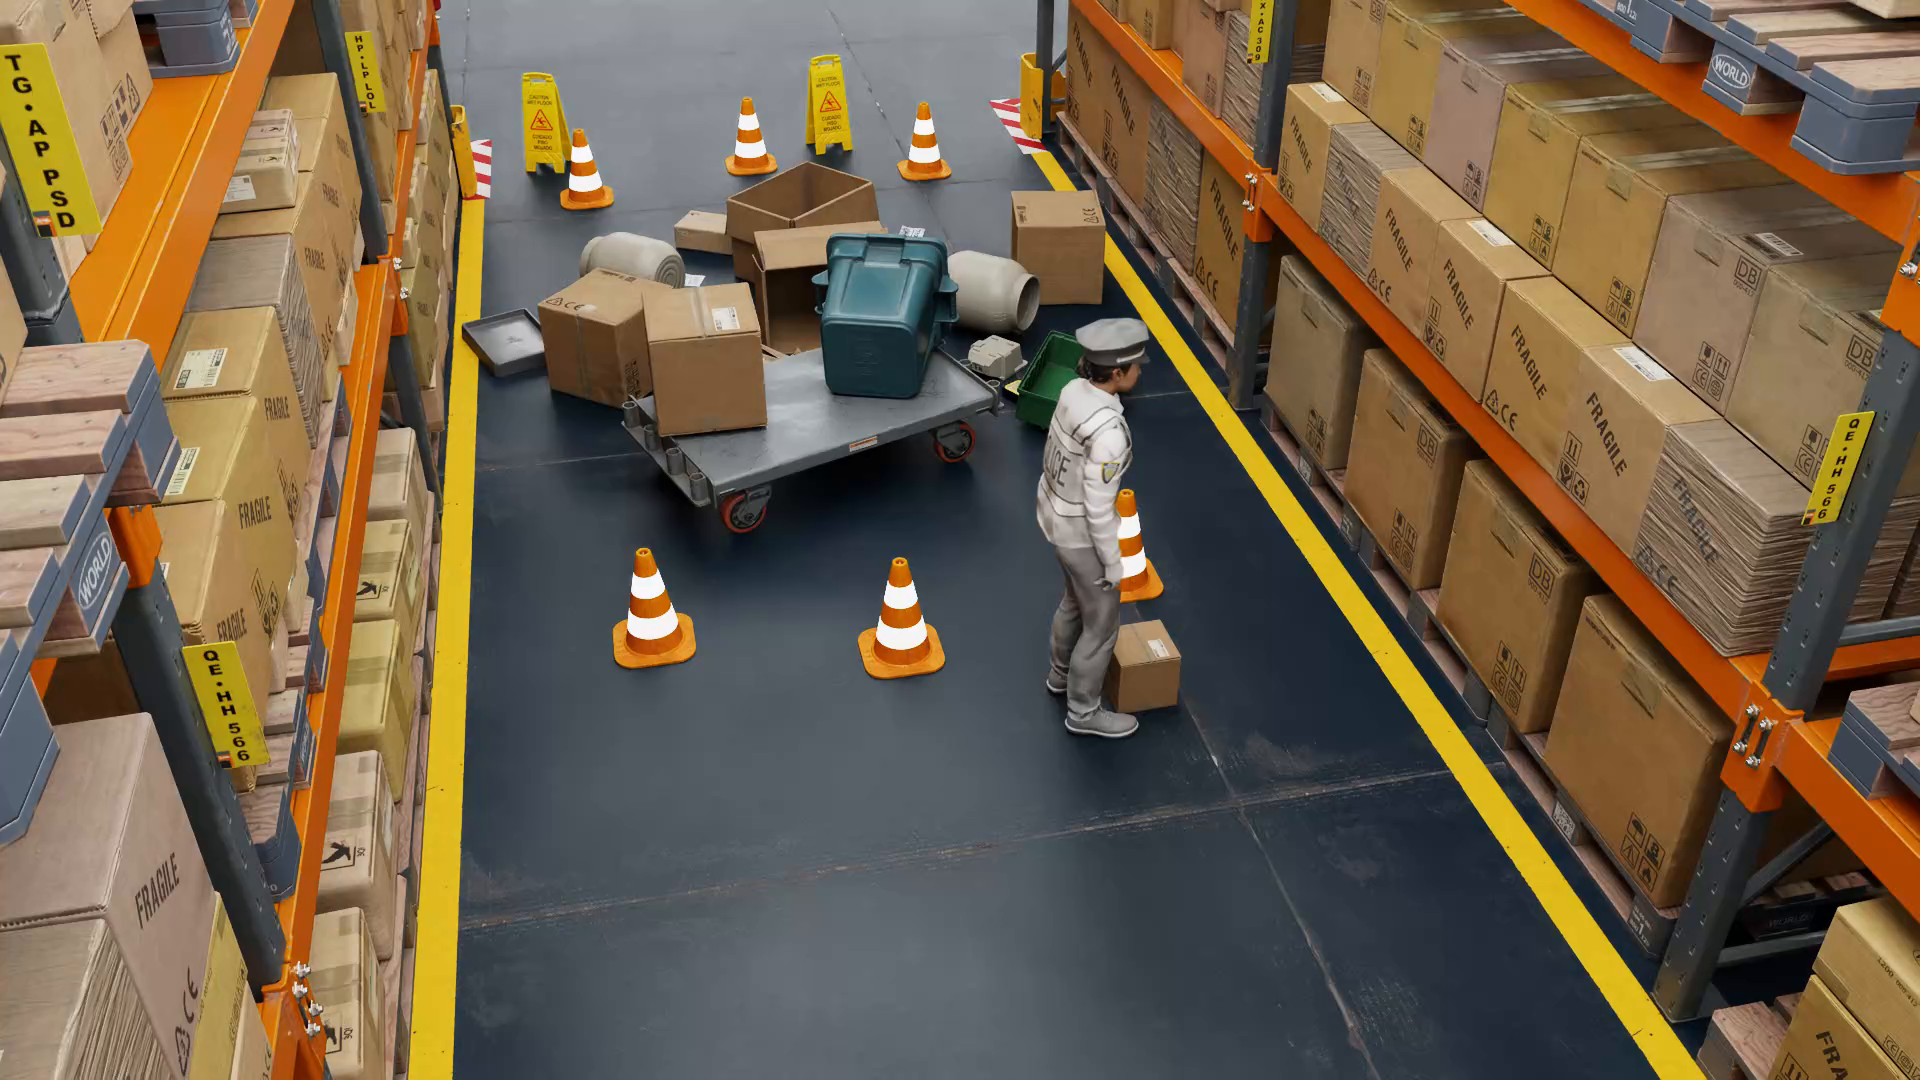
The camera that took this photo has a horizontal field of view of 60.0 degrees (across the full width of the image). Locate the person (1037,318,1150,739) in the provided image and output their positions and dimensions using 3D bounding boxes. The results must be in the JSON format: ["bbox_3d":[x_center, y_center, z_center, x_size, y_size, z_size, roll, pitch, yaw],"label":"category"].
[{"bbox_3d":[0.484,-0.036,6.193,0.376,1.662,0.527,-7,35,-11],"label":"person"}]
